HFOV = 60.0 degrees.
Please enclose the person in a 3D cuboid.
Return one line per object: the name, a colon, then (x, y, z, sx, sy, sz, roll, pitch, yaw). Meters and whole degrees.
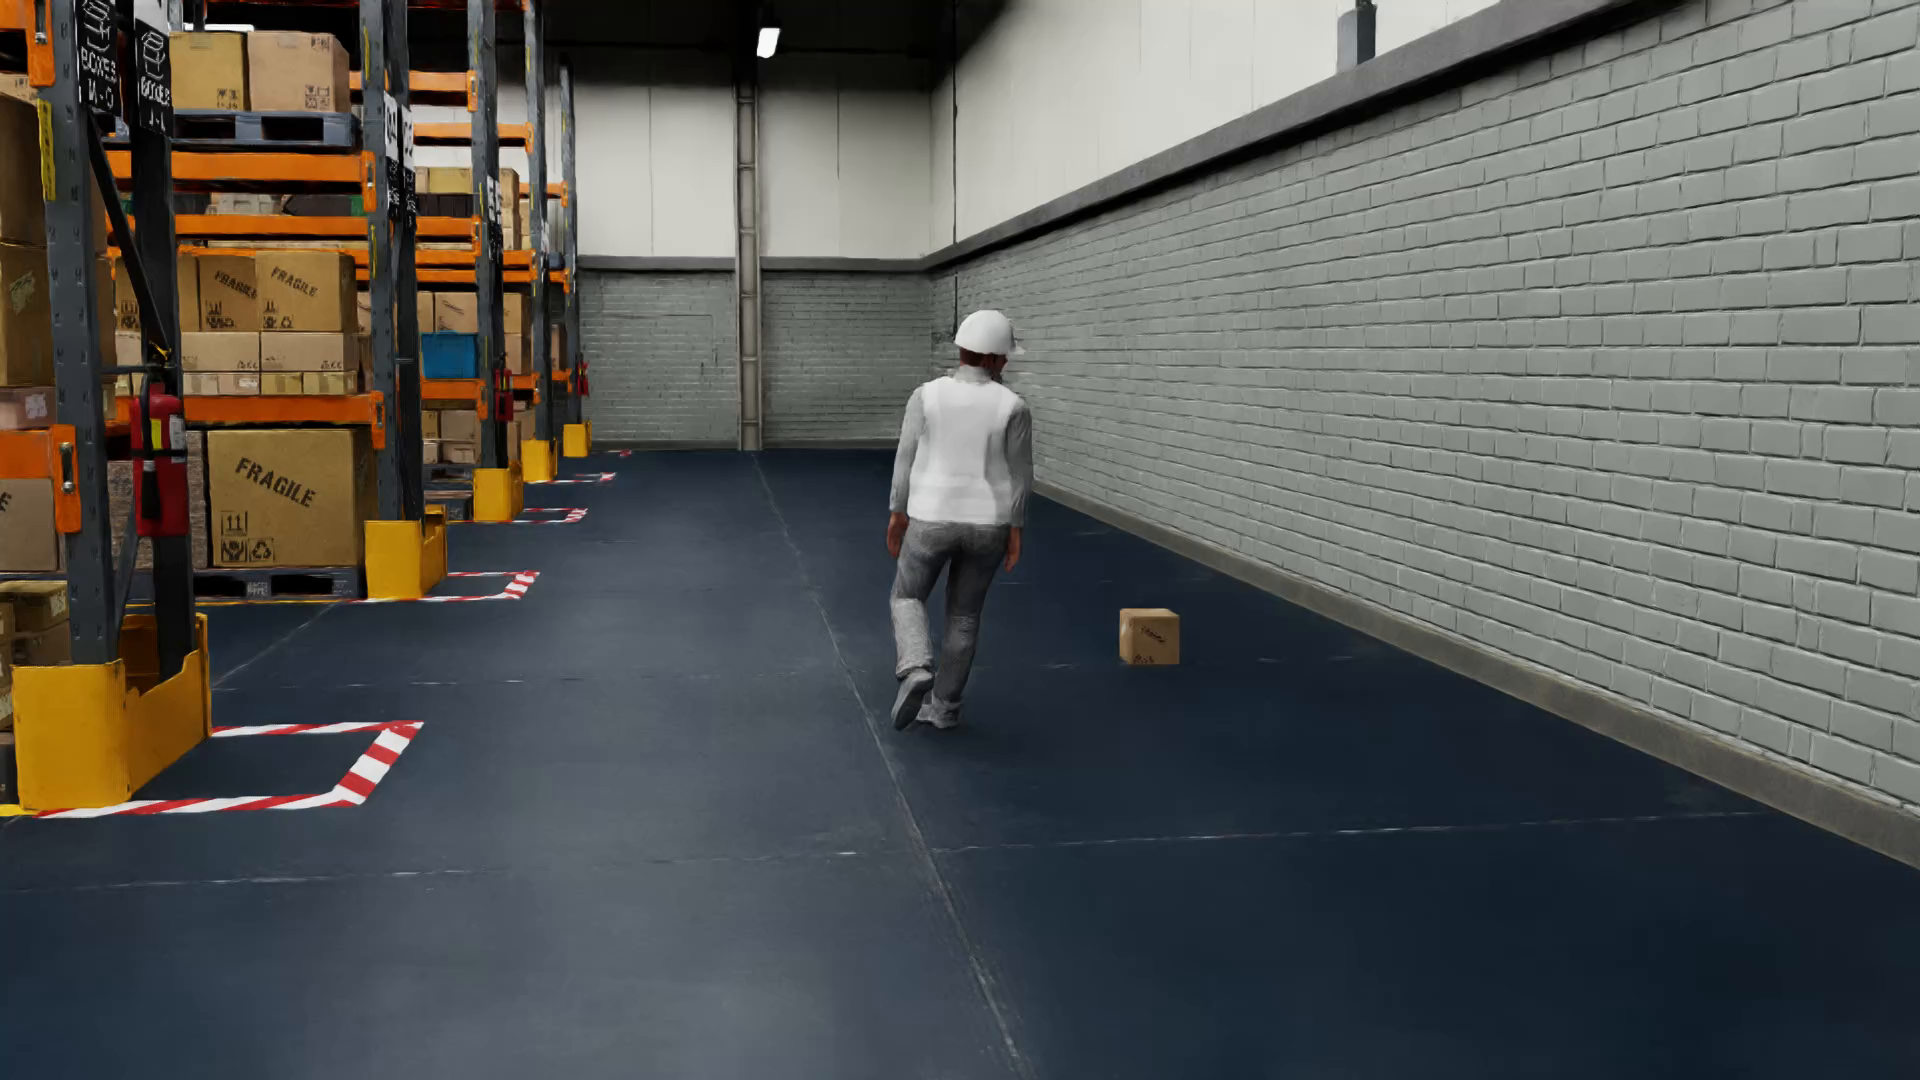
person: (-0.005, -0.071, 6.883, 0.593, 1.743, 0.536, -1, 6, -6)
